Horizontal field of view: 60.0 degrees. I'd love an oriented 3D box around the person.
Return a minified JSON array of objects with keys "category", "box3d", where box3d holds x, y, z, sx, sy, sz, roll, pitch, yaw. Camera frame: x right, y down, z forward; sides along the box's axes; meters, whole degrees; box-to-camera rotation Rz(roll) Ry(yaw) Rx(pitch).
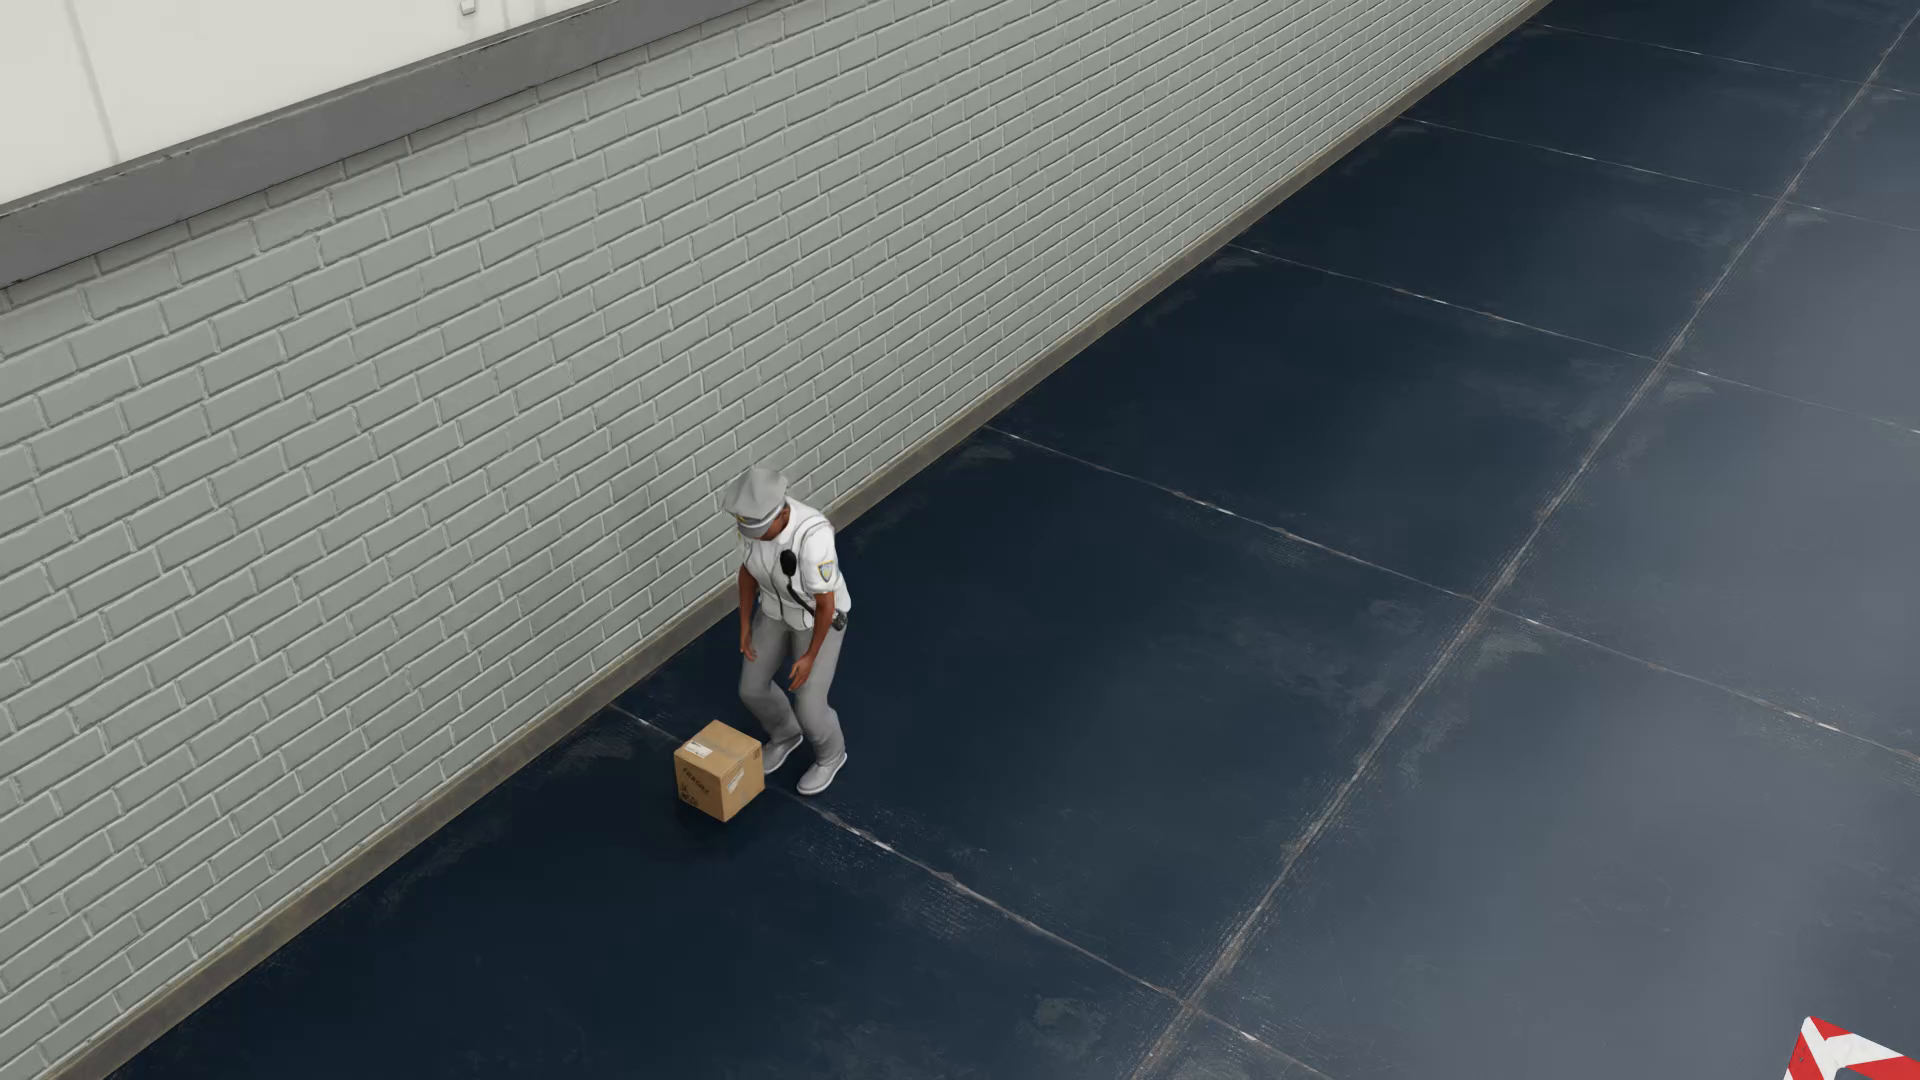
[{"category":"person","box3d":[-0.677,0.360,6.725,0.476,1.563,0.541,23,41,29]}]
